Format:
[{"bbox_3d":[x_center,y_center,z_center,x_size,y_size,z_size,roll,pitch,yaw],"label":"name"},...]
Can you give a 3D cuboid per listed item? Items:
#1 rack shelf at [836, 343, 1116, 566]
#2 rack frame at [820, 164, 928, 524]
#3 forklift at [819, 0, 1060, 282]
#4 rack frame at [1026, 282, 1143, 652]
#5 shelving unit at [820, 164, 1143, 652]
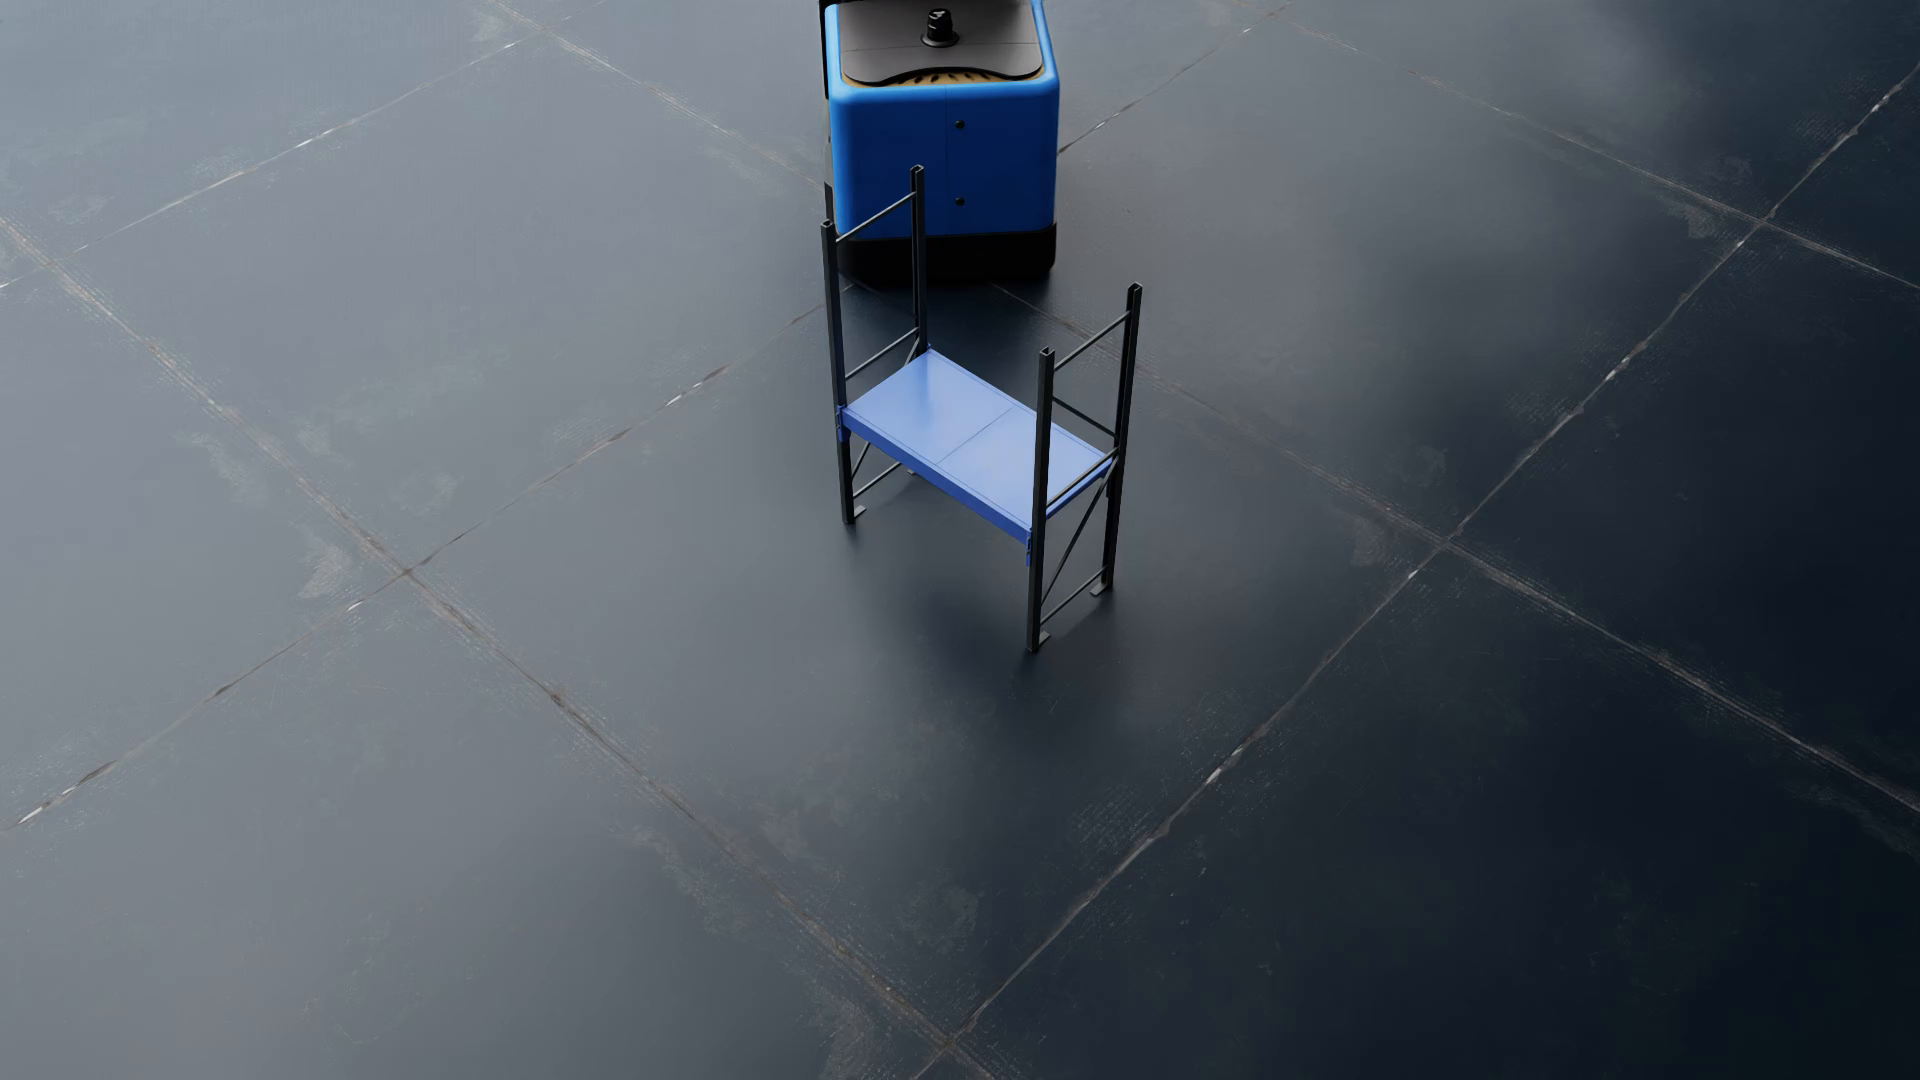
[{"bbox_3d":[0.063,-0.348,6.403,1.000,0.185,0.538,34,55,28],"label":"rack shelf"},{"bbox_3d":[-0.311,-0.723,6.508,0.032,1.500,0.500,34,55,28],"label":"rack frame"},{"bbox_3d":[-0.179,-3.306,7.952,1.130,2.935,3.031,-3,47,-3],"label":"forklift"},{"bbox_3d":[0.436,-0.220,6.036,0.032,1.500,0.500,34,55,28],"label":"rack frame"},{"bbox_3d":[0.063,-0.471,6.272,1.048,1.500,0.538,34,55,28],"label":"shelving unit"}]
